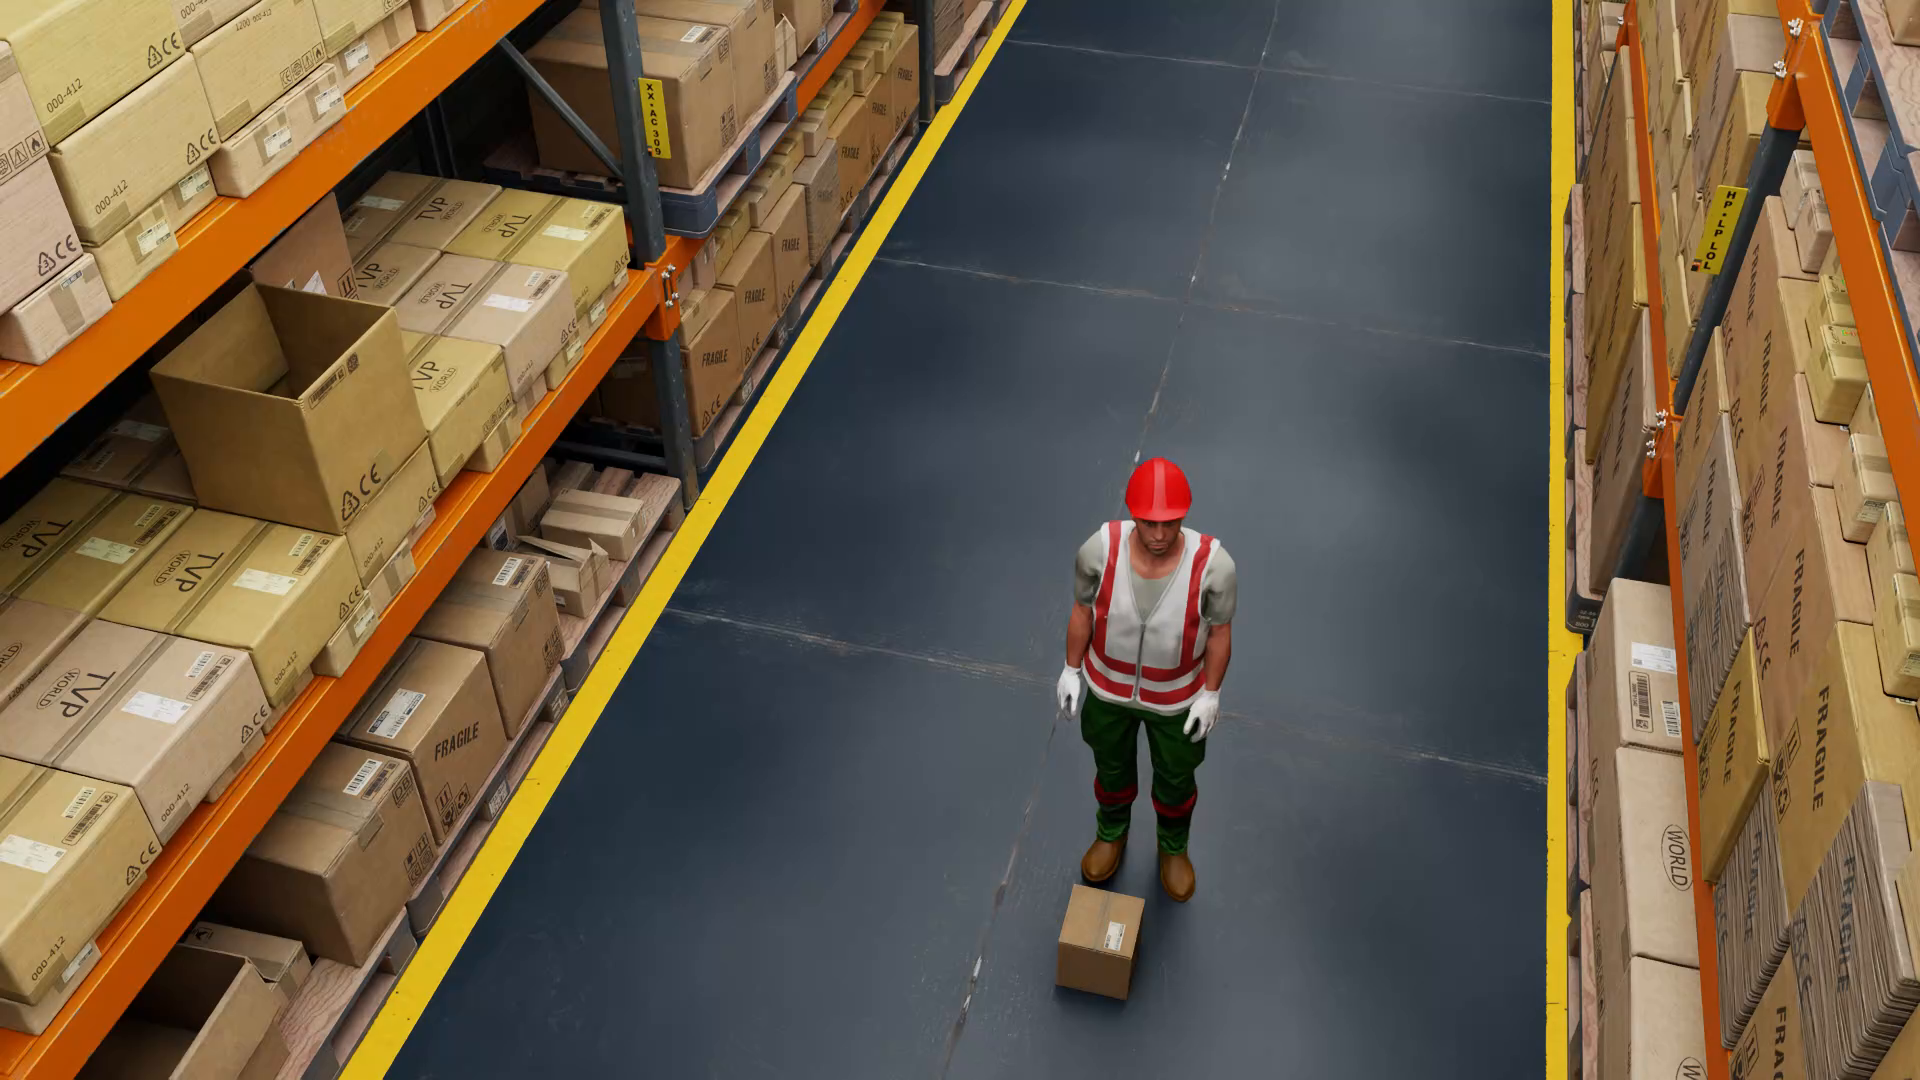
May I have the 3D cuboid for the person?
[{"bbox_3d":[0.632,0.539,5.563,0.547,1.724,0.477,11,42,12],"label":"person"}]
